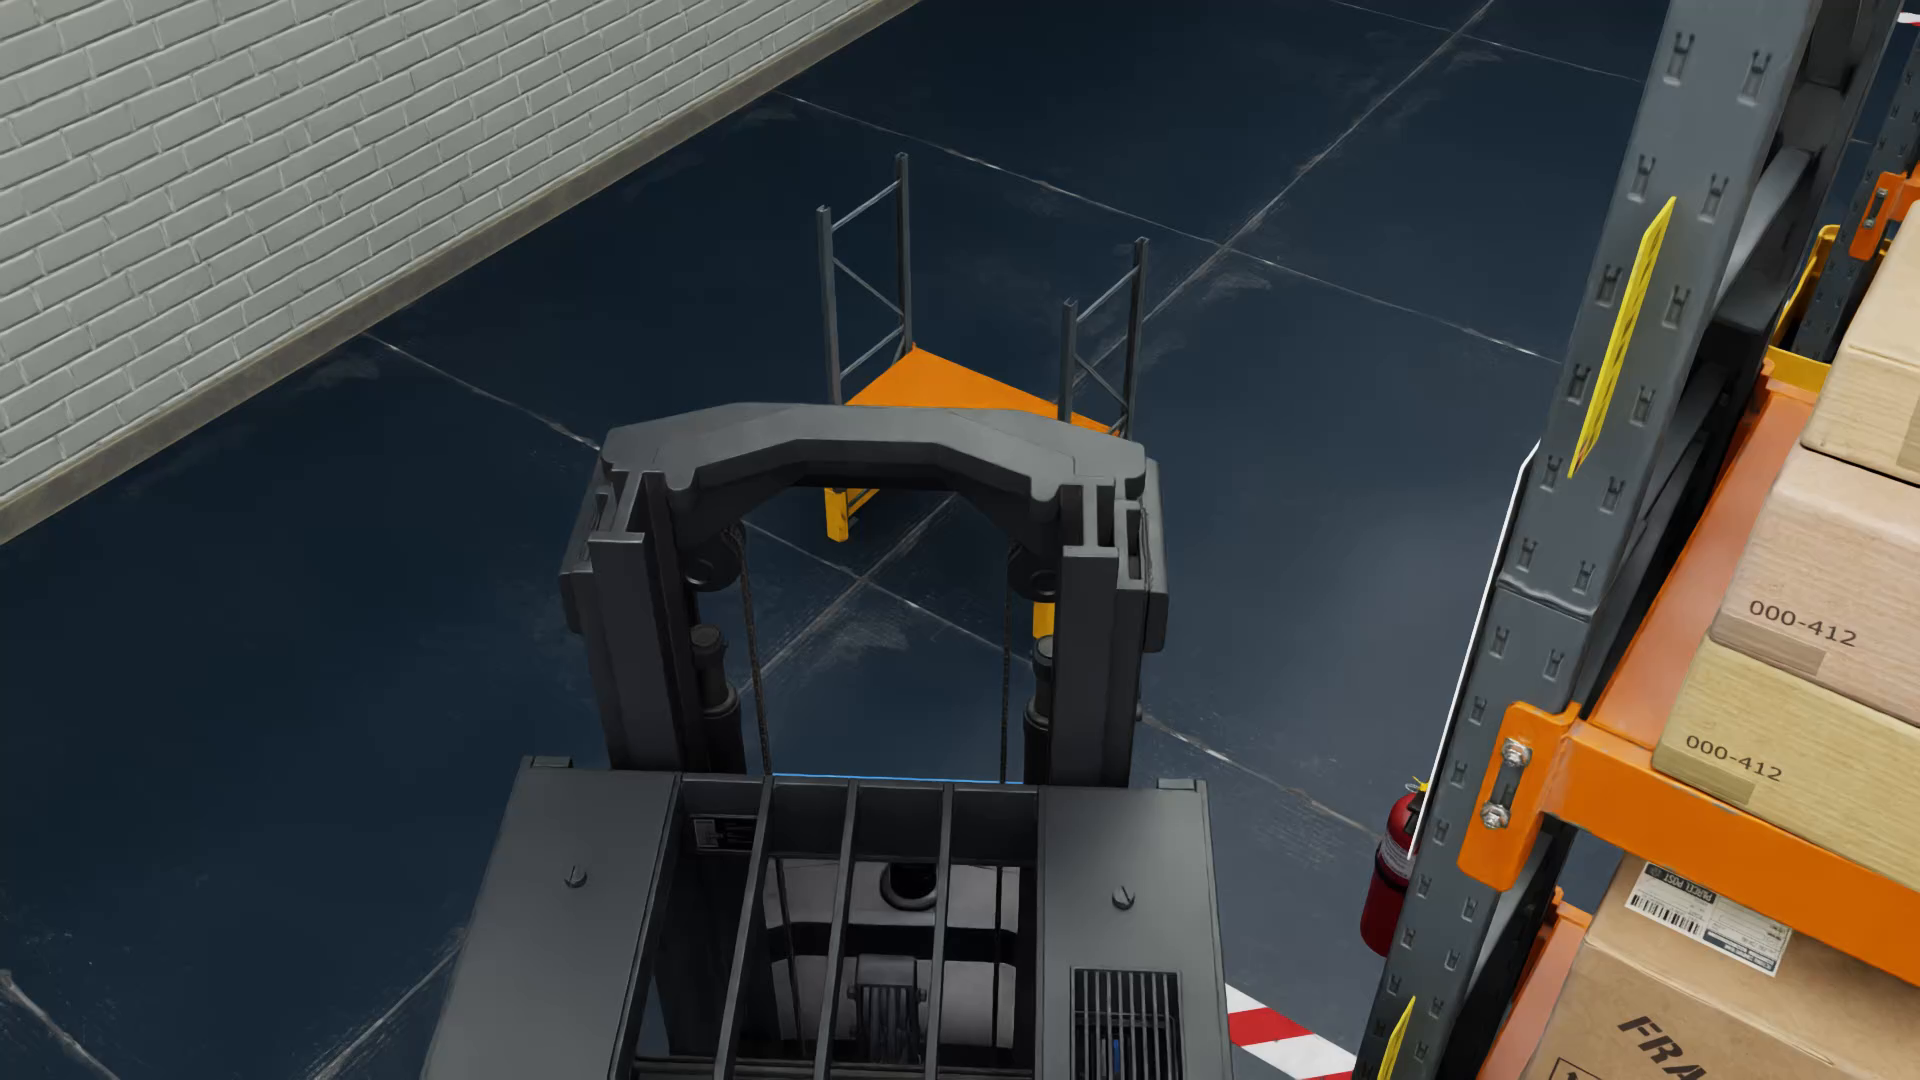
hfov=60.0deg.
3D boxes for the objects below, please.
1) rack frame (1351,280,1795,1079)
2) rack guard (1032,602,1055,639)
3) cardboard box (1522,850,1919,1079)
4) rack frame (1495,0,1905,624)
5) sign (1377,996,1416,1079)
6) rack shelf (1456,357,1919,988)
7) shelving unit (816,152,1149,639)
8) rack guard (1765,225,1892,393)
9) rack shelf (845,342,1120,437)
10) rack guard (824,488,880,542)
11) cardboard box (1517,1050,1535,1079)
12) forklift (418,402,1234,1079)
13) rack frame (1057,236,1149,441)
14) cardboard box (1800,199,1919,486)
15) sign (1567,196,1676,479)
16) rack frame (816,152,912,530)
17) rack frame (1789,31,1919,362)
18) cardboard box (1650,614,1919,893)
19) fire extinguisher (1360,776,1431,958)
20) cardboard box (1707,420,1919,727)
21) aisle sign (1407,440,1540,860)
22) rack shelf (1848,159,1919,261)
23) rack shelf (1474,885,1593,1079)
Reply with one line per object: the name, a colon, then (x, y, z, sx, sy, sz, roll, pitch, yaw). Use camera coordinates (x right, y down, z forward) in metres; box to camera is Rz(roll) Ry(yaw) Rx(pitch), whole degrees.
rack frame: (1.042, 0.929, 3.462, 0.127, 3.000, 1.000, 25, 48, 25)
rack guard: (0.470, 0.127, 6.421, 0.087, 0.250, 0.587, 25, 48, 25)
cardboard box: (1.257, 0.725, 2.642, 0.500, 0.500, 0.500, 25, 47, 25)
rack frame: (1.042, -1.307, 1.462, 0.127, 3.000, 1.000, 25, 48, 25)
sign: (0.730, 0.903, 2.843, 0.005, 0.325, 0.100, 25, 48, 25)
rack shelf: (2.679, 0.845, 1.846, 4.000, 0.370, 1.077, 25, 48, 25)
shelving unit: (0.062, -0.530, 6.217, 1.083, 1.500, 0.587, 25, 48, 25)
rack guard: (3.782, -0.890, 7.370, 0.348, 0.500, 1.175, 25, 48, 25)
rack shelf: (0.070, -0.392, 6.333, 1.000, 0.185, 0.538, 25, 48, 25)
rack guard: (-0.345, -0.255, 6.847, 0.087, 0.250, 0.587, 25, 48, 25)
cardboard box: (1.251, 1.103, 2.969, 0.500, 0.500, 0.500, 27, 49, 27)
forklift: (-0.167, 1.326, 3.070, 1.130, 2.935, 3.031, 2, 42, 2)
rack frame: (0.486, -0.332, 5.996, 0.032, 1.500, 0.500, 25, 48, 25)
cardboard box: (1.176, -0.220, 1.935, 0.250, 0.149, 0.380, 25, 47, 25)
sign: (0.730, -0.218, 1.840, 0.005, 0.325, 0.100, 25, 48, 25)
rack frame: (-0.346, -0.721, 6.431, 0.032, 1.500, 0.500, 25, 48, 25)
rack frame: (3.801, -1.812, 6.526, 0.127, 3.000, 1.000, 25, 48, 25)
cardboard box: (1.263, 0.178, 2.164, 0.500, 0.250, 0.500, 27, 48, 27)
fire extinguisher: (1.101, 0.748, 4.002, 0.183, 0.674, 0.296, 25, 48, 25)
cardboard box: (1.260, -0.006, 1.995, 0.500, 0.250, 0.500, 26, 48, 26)
aisle sign: (0.810, 0.096, 2.444, 0.004, 0.787, 0.394, 25, 48, 25)
rack shelf: (5.439, -0.778, 5.910, 4.000, 0.370, 1.077, 25, 48, 25)
rack shelf: (2.679, 1.963, 2.847, 4.000, 0.370, 1.077, 25, 48, 25)
